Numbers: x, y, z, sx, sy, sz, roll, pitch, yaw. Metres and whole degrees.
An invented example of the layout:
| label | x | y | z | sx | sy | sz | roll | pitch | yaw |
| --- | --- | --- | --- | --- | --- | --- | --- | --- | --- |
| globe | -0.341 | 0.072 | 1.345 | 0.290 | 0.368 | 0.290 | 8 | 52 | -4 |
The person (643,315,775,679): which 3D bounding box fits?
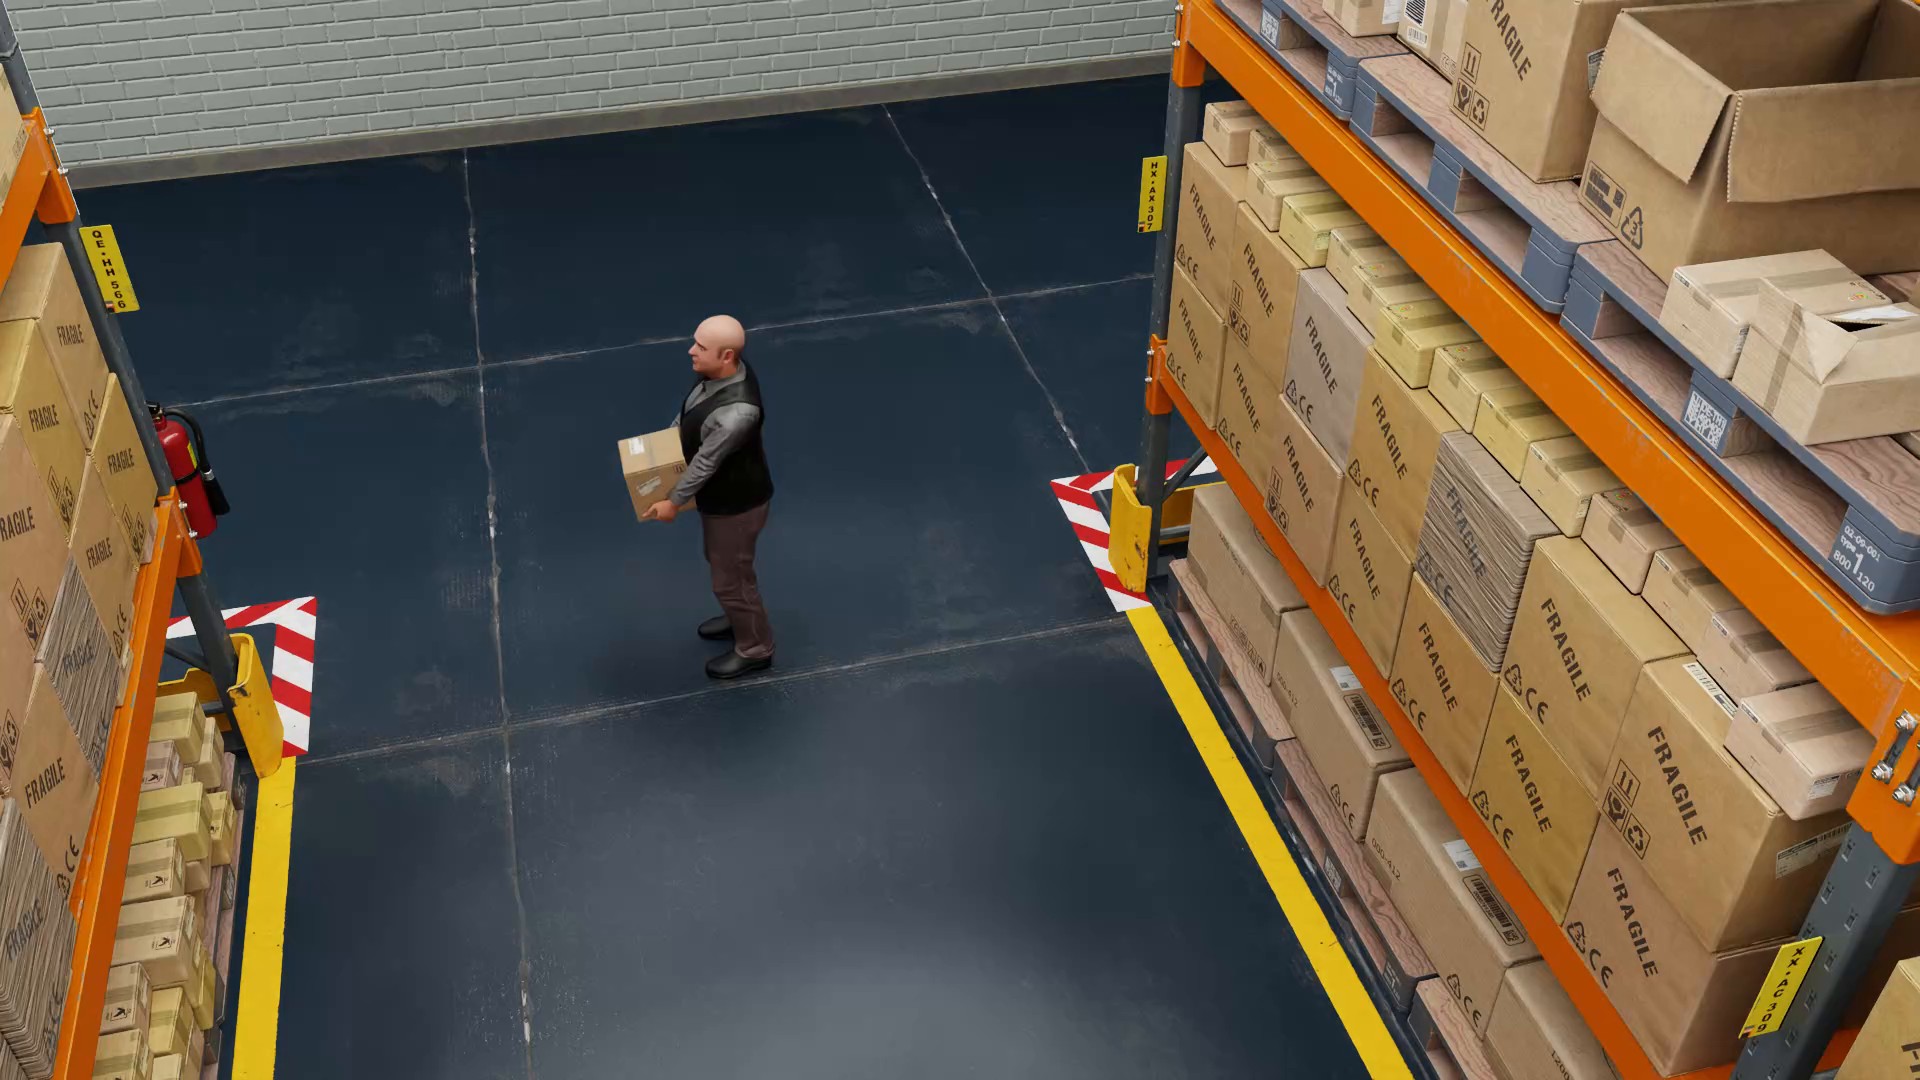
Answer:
| label | x | y | z | sx | sy | sz | roll | pitch | yaw |
| --- | --- | --- | --- | --- | --- | --- | --- | --- | --- |
| person | -1.056 | -0.164 | 6.953 | 0.547 | 1.715 | 0.495 | -9 | 39 | -12 |
